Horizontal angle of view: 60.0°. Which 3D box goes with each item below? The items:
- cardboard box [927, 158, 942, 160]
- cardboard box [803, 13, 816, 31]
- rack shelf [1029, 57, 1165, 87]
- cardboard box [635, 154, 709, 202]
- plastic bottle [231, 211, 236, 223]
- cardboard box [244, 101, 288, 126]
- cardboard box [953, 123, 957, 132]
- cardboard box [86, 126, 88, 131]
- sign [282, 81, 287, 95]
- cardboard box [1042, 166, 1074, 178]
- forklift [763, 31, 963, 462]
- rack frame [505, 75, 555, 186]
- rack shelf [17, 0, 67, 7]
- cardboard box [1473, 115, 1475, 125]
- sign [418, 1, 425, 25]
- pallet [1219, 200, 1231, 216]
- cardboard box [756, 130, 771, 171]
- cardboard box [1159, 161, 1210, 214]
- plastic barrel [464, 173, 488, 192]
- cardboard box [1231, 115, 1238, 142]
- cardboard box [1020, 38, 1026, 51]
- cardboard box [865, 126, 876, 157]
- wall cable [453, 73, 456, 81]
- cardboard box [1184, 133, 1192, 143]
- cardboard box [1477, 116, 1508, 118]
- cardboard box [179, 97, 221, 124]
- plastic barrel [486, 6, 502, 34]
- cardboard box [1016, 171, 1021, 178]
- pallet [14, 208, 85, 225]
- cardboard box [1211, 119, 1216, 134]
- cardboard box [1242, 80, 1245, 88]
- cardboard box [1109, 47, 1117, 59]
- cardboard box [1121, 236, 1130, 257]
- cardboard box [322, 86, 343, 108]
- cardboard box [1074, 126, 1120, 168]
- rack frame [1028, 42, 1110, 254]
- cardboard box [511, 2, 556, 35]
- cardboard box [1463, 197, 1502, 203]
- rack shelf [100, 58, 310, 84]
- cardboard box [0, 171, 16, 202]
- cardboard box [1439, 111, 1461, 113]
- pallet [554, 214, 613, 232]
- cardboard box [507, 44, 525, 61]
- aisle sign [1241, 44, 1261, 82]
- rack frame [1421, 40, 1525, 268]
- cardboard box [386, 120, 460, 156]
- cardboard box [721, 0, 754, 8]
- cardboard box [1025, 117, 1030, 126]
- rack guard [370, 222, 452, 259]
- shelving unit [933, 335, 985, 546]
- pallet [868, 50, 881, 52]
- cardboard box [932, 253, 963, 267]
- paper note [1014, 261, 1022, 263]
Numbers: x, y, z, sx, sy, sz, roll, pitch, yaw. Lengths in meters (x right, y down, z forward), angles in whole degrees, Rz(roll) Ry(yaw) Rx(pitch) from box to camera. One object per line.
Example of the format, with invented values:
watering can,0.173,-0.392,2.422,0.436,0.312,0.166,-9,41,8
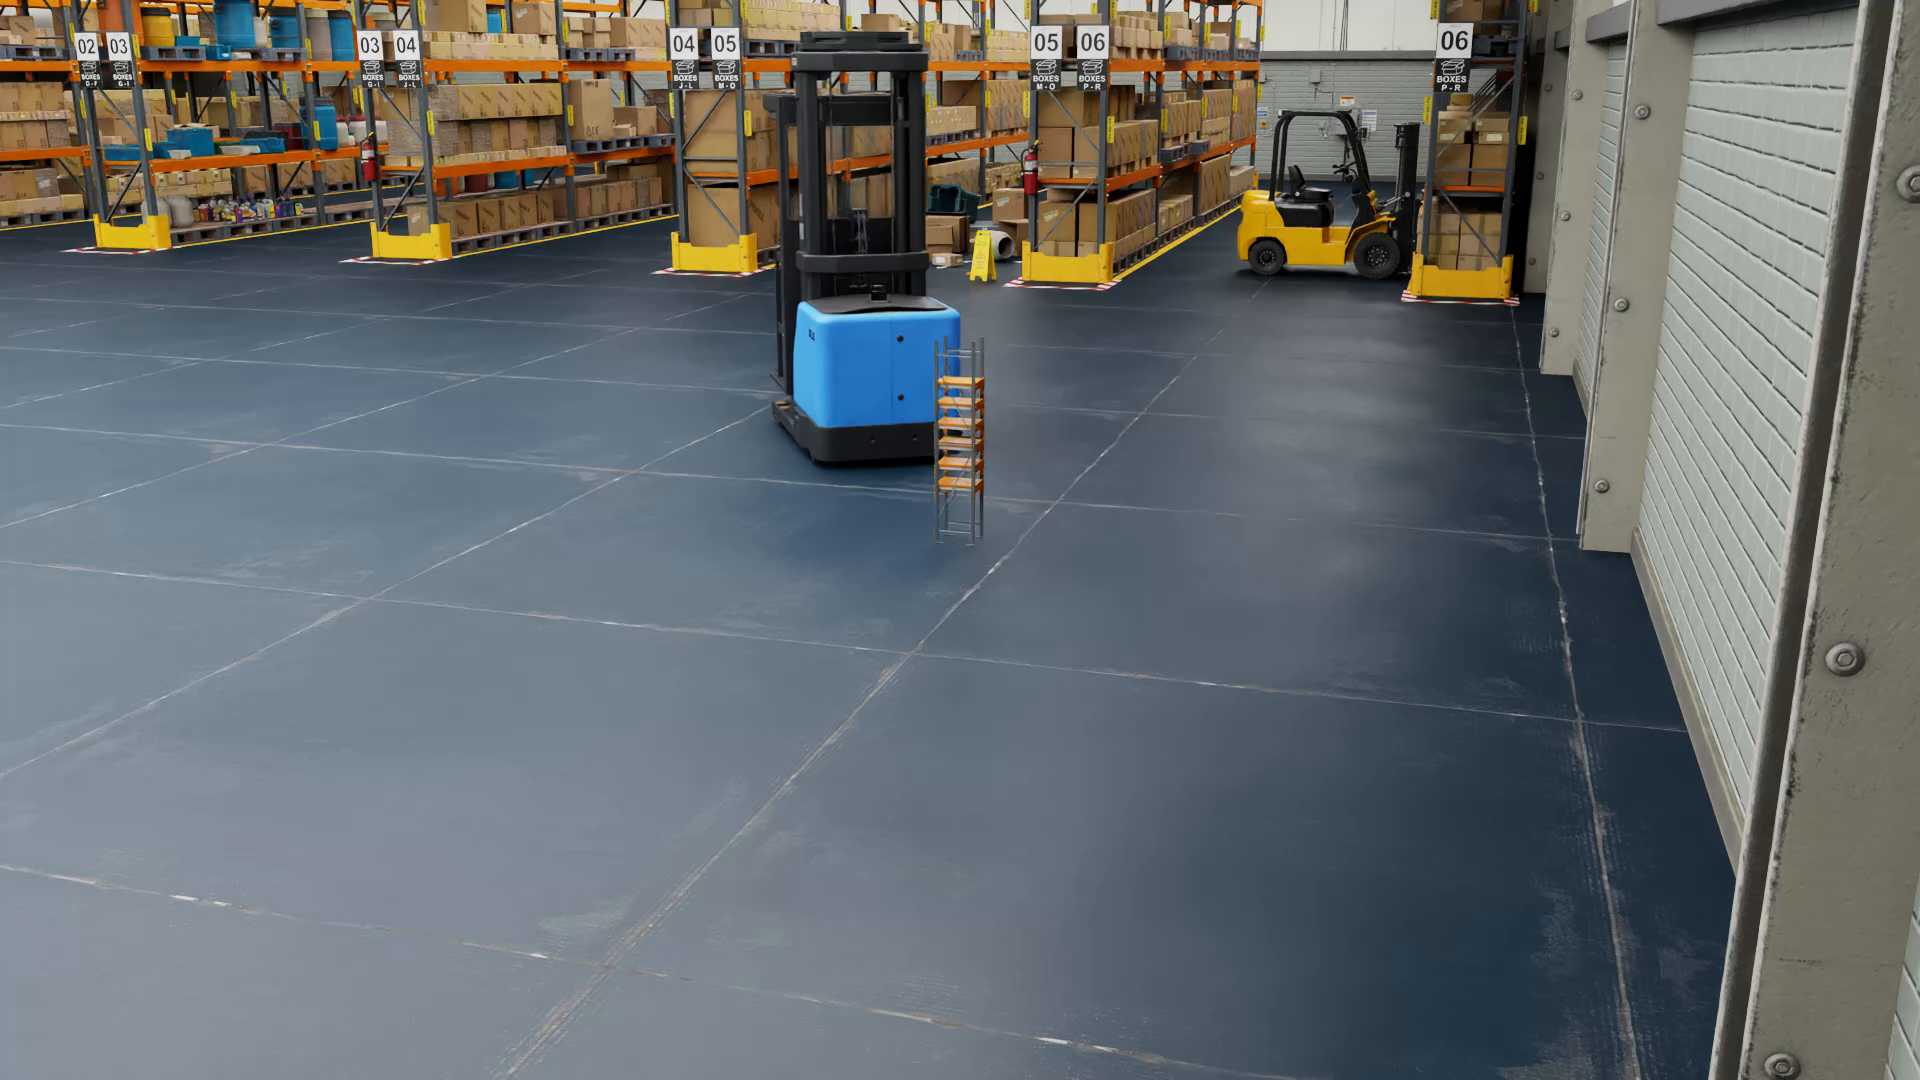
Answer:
cardboard box,-0.589,-7.386,32.810,0.500,0.250,0.500,5,17,17
cardboard box,-2.431,-7.598,24.399,0.500,0.250,0.500,4,16,15
rack shelf,1.957,-6.462,22.935,1.077,0.370,4.000,5,16,16
cardboard box,-5.624,-7.062,32.353,1.225,0.875,0.875,4,16,13
plastic bottle,-12.019,-5.337,27.469,0.097,0.201,0.097,0,16,0
cardboard box,-14.823,-9.120,35.534,0.700,0.500,0.500,8,18,26
cardboard box,-0.267,-7.959,32.084,0.380,0.149,0.250,5,17,18
cardboard box,-19.516,-9.084,36.784,0.380,0.149,0.250,5,17,17
sign,-17.297,-11.574,42.580,0.100,0.325,0.005,5,16,16
cardboard box,1.289,-4.835,21.839,0.380,0.149,0.250,5,17,18
forklift,-0.859,-2.309,12.600,1.130,2.935,3.031,-4,16,-15
rack frame,-9.452,-9.133,36.533,1.000,3.000,0.127,5,16,16
rack shelf,-17.042,-9.250,28.001,1.077,0.370,4.000,5,16,16
cardboard box,8.523,-6.810,26.969,0.380,0.149,0.250,5,17,18
sign,-7.593,-7.431,23.434,0.100,0.325,0.005,5,16,16
pallet,4.651,-6.432,32.118,1.003,0.211,1.213,5,16,16
cardboard box,-3.189,-5.517,23.509,0.875,0.550,0.550,5,16,16
cardboard box,3.938,-6.289,29.627,0.875,0.875,0.875,4,16,15
plastic barrel,-10.145,-7.554,34.613,0.600,0.588,0.708,5,16,16
cardboard box,5.183,-8.131,32.818,0.500,0.500,0.500,5,17,18
cardboard box,1.129,-10.722,35.996,0.500,0.250,0.500,4,16,14
cardboard box,-1.700,-6.542,27.215,0.500,0.500,0.500,5,17,16
wall cable,-15.864,-13.793,47.656,3.097,2.526,0.112,5,16,16
cardboard box,3.615,-6.628,27.391,0.380,0.149,0.250,5,17,17
cardboard box,6.752,-5.303,21.110,0.380,0.149,0.250,5,17,18
cardboard box,-18.568,-10.377,40.369,0.980,0.700,0.700,4,16,14
plastic barrel,-9.790,-10.561,34.382,0.600,0.901,0.708,5,16,16
cardboard box,1.138,-8.062,36.666,0.380,0.149,0.250,4,16,14
pallet,-16.740,-5.879,30.170,1.003,0.211,1.213,5,16,16
cardboard box,4.344,-7.481,30.065,0.500,0.250,0.500,5,16,16
cardboard box,5.588,-9.282,33.851,0.380,0.149,0.250,5,16,16
cardboard box,1.794,-6.225,21.243,0.380,0.149,0.250,5,16,16
cardboard box,2.035,-4.043,22.856,0.500,0.250,0.500,5,17,18
cardboard box,-14.304,-10.200,38.278,0.500,0.500,0.500,5,17,16
cardboard box,1.789,-5.135,21.708,0.500,0.500,0.500,4,16,15
rack frame,1.388,-4.841,21.401,1.000,3.000,0.127,5,16,16
cardboard box,-6.860,-8.394,26.784,0.500,0.500,0.500,4,16,14
cardboard box,7.201,-4.587,22.940,0.500,0.250,0.500,4,16,15
rack shelf,-12.294,-7.614,26.998,1.077,0.370,4.000,5,16,16
cardboard box,-16.816,-6.134,28.855,0.500,0.500,0.500,5,16,16
cardboard box,6.910,-5.947,23.382,0.380,0.149,0.250,5,17,17
pallet,-6.757,-5.519,28.899,1.003,0.211,1.213,5,16,16
cardboard box,-7.154,-7.618,25.969,0.500,0.250,0.500,5,16,15
aisle sign,6.253,-10.273,35.786,0.394,0.787,0.004,5,16,16
rack frame,6.148,-4.457,20.048,1.000,3.000,0.127,5,16,16
cardboard box,-7.931,-5.943,24.556,0.875,0.500,0.500,5,16,16
cardboard box,-2.987,-7.217,22.327,0.380,0.149,0.250,5,17,16
cardboard box,1.279,-9.439,36.880,0.500,0.500,0.500,5,17,17
rack guard,-8.092,-4.427,24.522,1.175,0.500,0.348,5,16,16
shelving unit,-0.004,-0.573,9.652,0.258,1.200,0.189,5,16,16
pallet,-1.560,-8.179,28.016,1.003,0.211,1.213,5,17,18
cardboard box,-0.176,-3.969,23.551,0.250,0.149,0.380,-15,21,-41
paper note,0.843,-4.001,23.879,0.142,0.019,0.148,-1,16,-3
